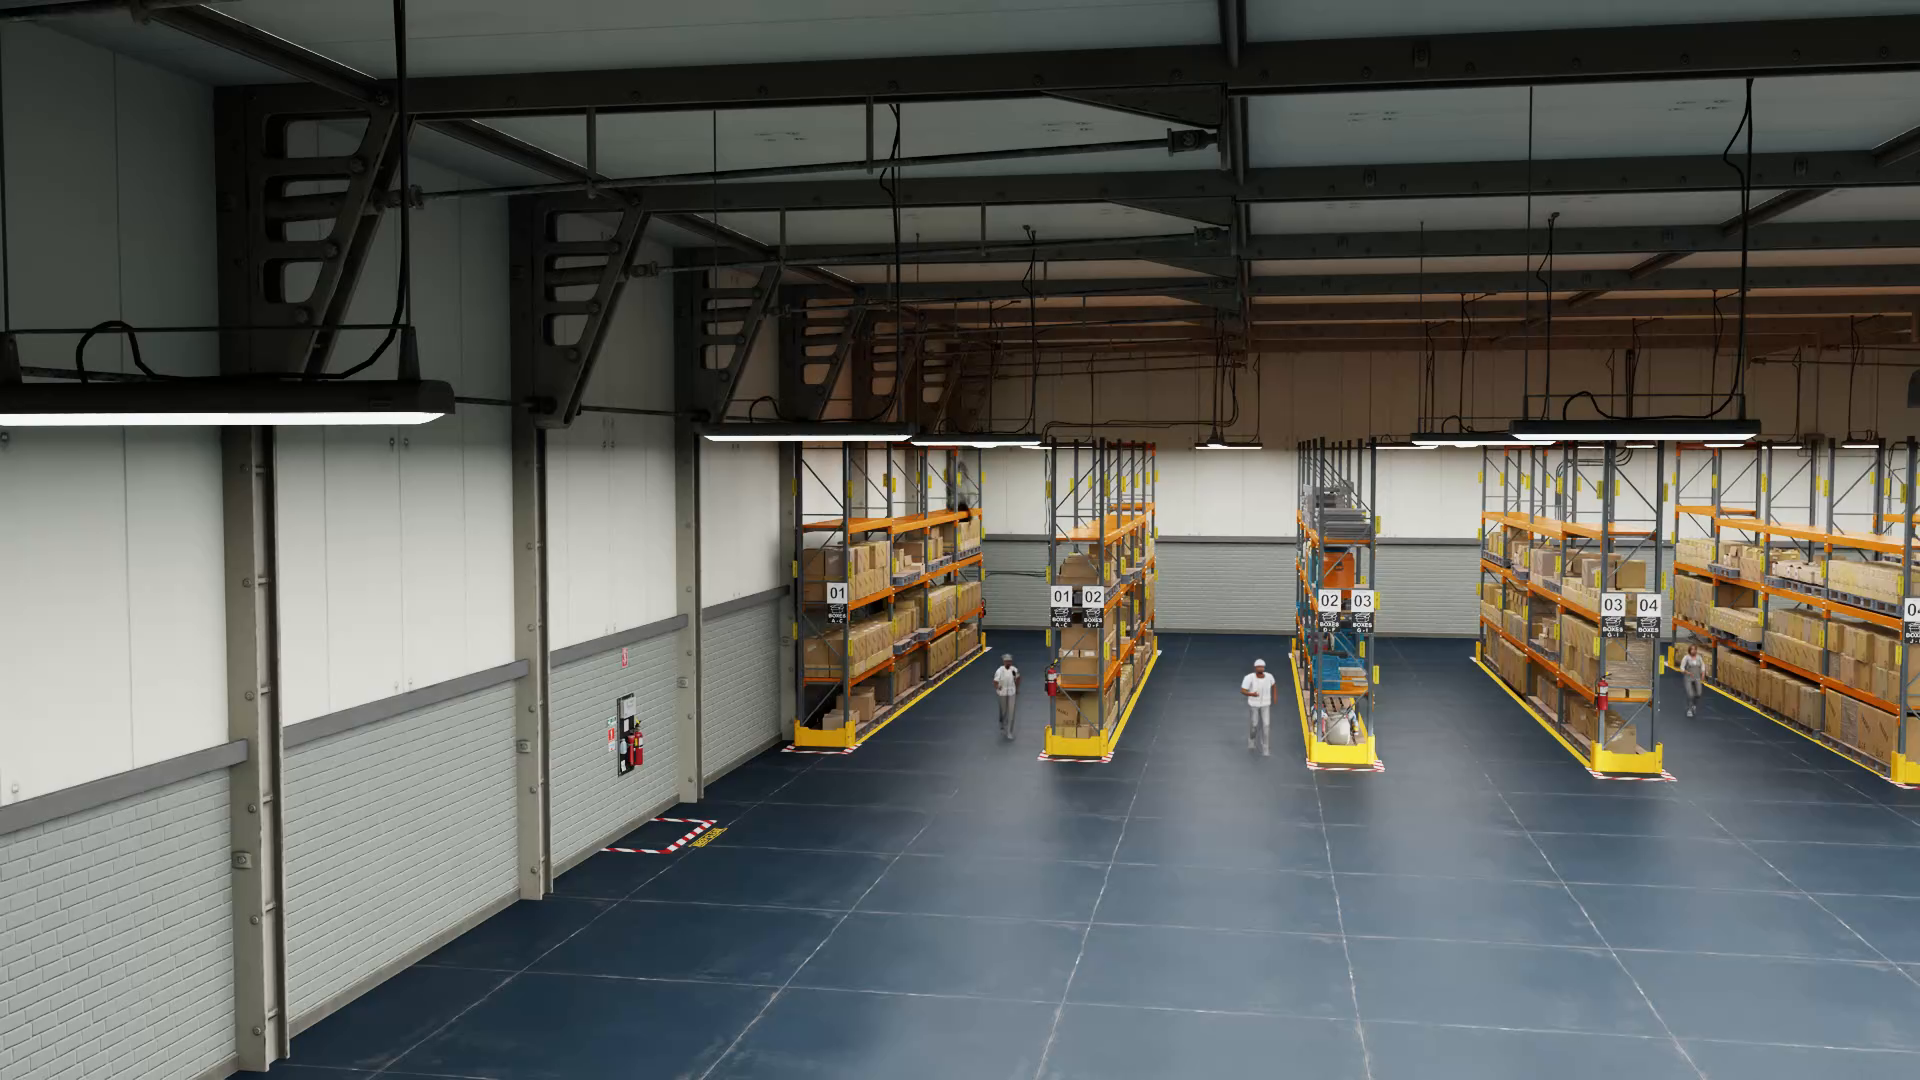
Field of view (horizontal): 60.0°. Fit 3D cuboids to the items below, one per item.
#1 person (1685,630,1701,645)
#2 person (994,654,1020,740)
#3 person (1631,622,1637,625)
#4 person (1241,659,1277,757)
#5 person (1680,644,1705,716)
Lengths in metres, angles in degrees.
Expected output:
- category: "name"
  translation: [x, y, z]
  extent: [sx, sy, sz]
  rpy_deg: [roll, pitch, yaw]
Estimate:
- category: "person"
  translation: [20.292, 2.457, 45.732]
  extent: [0.670, 1.740, 0.827]
  rpy_deg: [2, 3, 28]
- category: "person"
  translation: [0.948, 3.113, 33.462]
  extent: [0.562, 1.682, 0.877]
  rpy_deg: [0, 3, -4]
- category: "person"
  translation: [17.491, 2.610, 43.061]
  extent: [0.546, 1.645, 0.671]
  rpy_deg: [1, 3, 15]
- category: "person"
  translation: [5.689, 3.175, 31.619]
  extent: [0.718, 1.838, 0.771]
  rpy_deg: [0, 3, -3]
- category: "person"
  translation: [15.847, 3.036, 35.905]
  extent: [0.566, 1.559, 0.544]
  rpy_deg: [0, 3, 5]
